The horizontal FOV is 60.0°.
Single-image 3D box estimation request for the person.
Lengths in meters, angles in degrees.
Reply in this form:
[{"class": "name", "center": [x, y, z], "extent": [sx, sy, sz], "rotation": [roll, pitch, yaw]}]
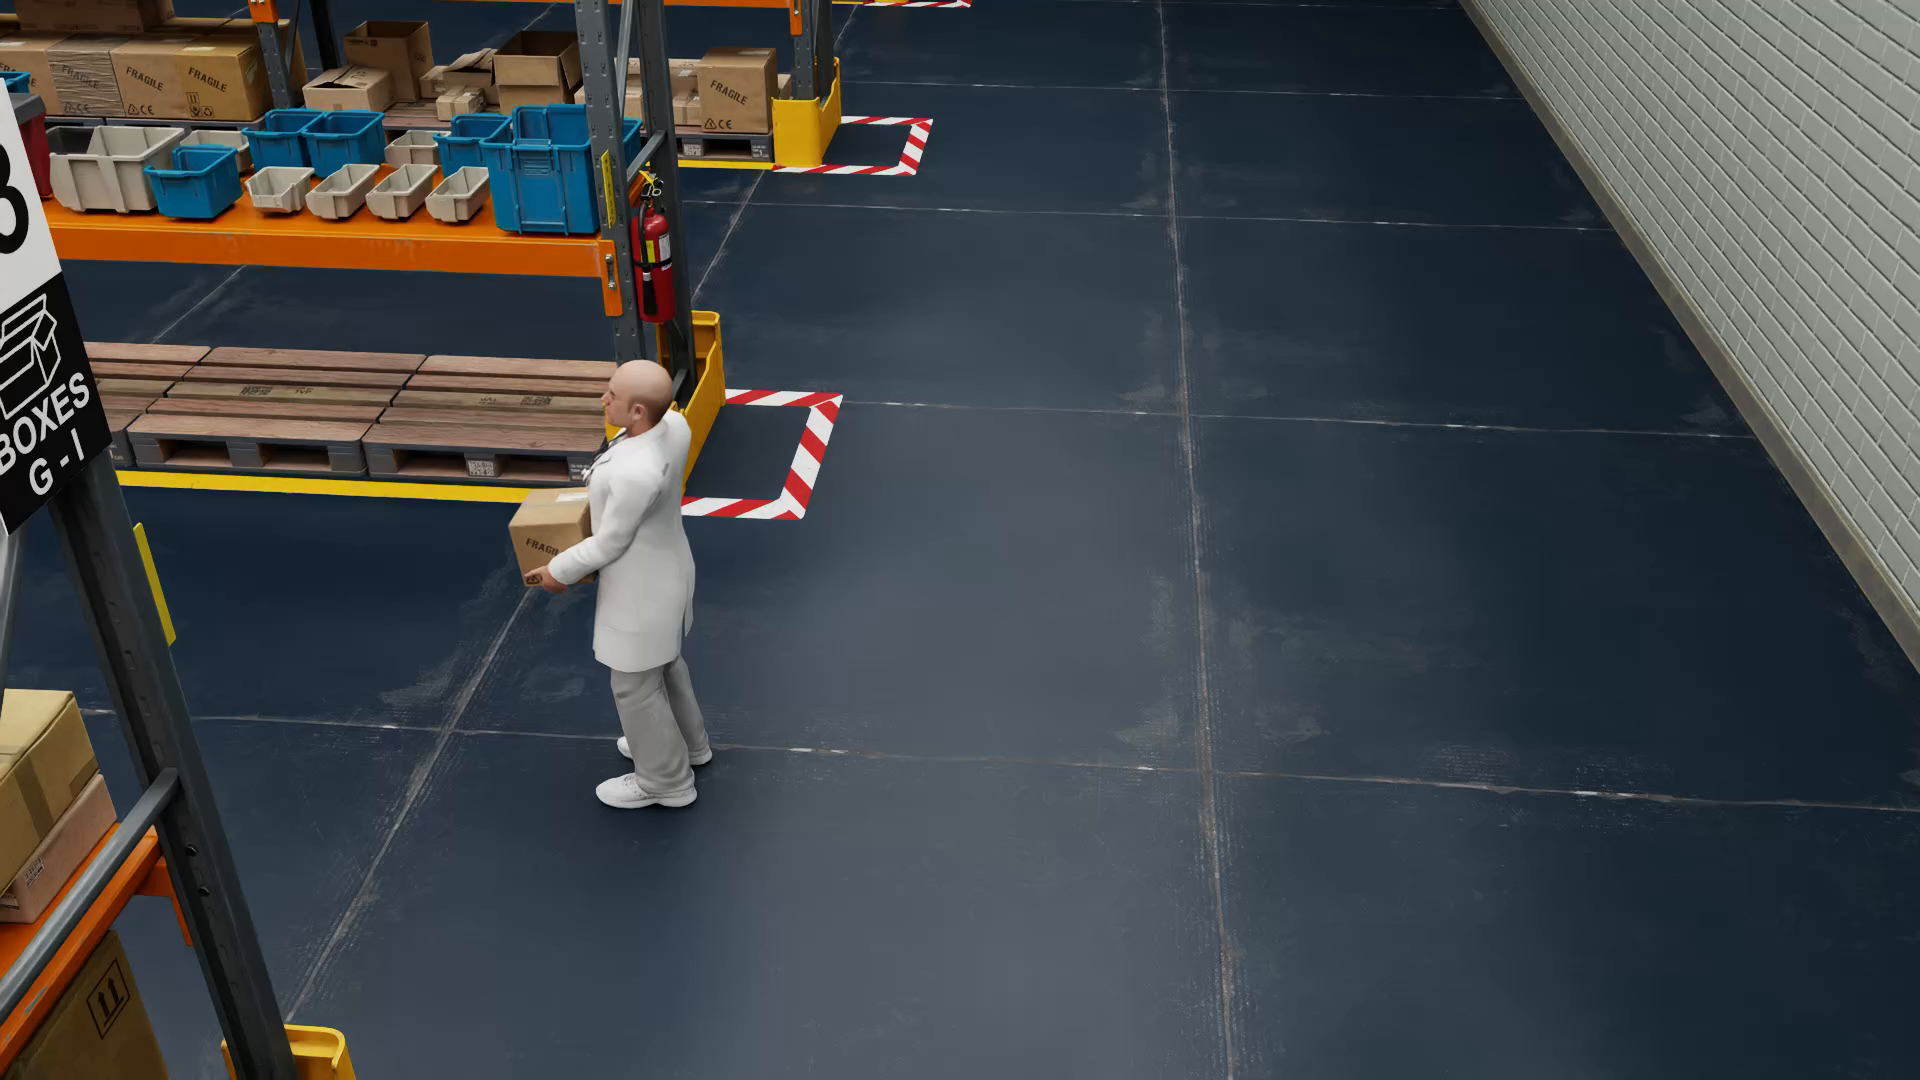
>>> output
[{"class": "person", "center": [-1.217, 0.177, 5.909], "extent": [0.563, 1.724, 0.530], "rotation": [3, 32, 4]}]
